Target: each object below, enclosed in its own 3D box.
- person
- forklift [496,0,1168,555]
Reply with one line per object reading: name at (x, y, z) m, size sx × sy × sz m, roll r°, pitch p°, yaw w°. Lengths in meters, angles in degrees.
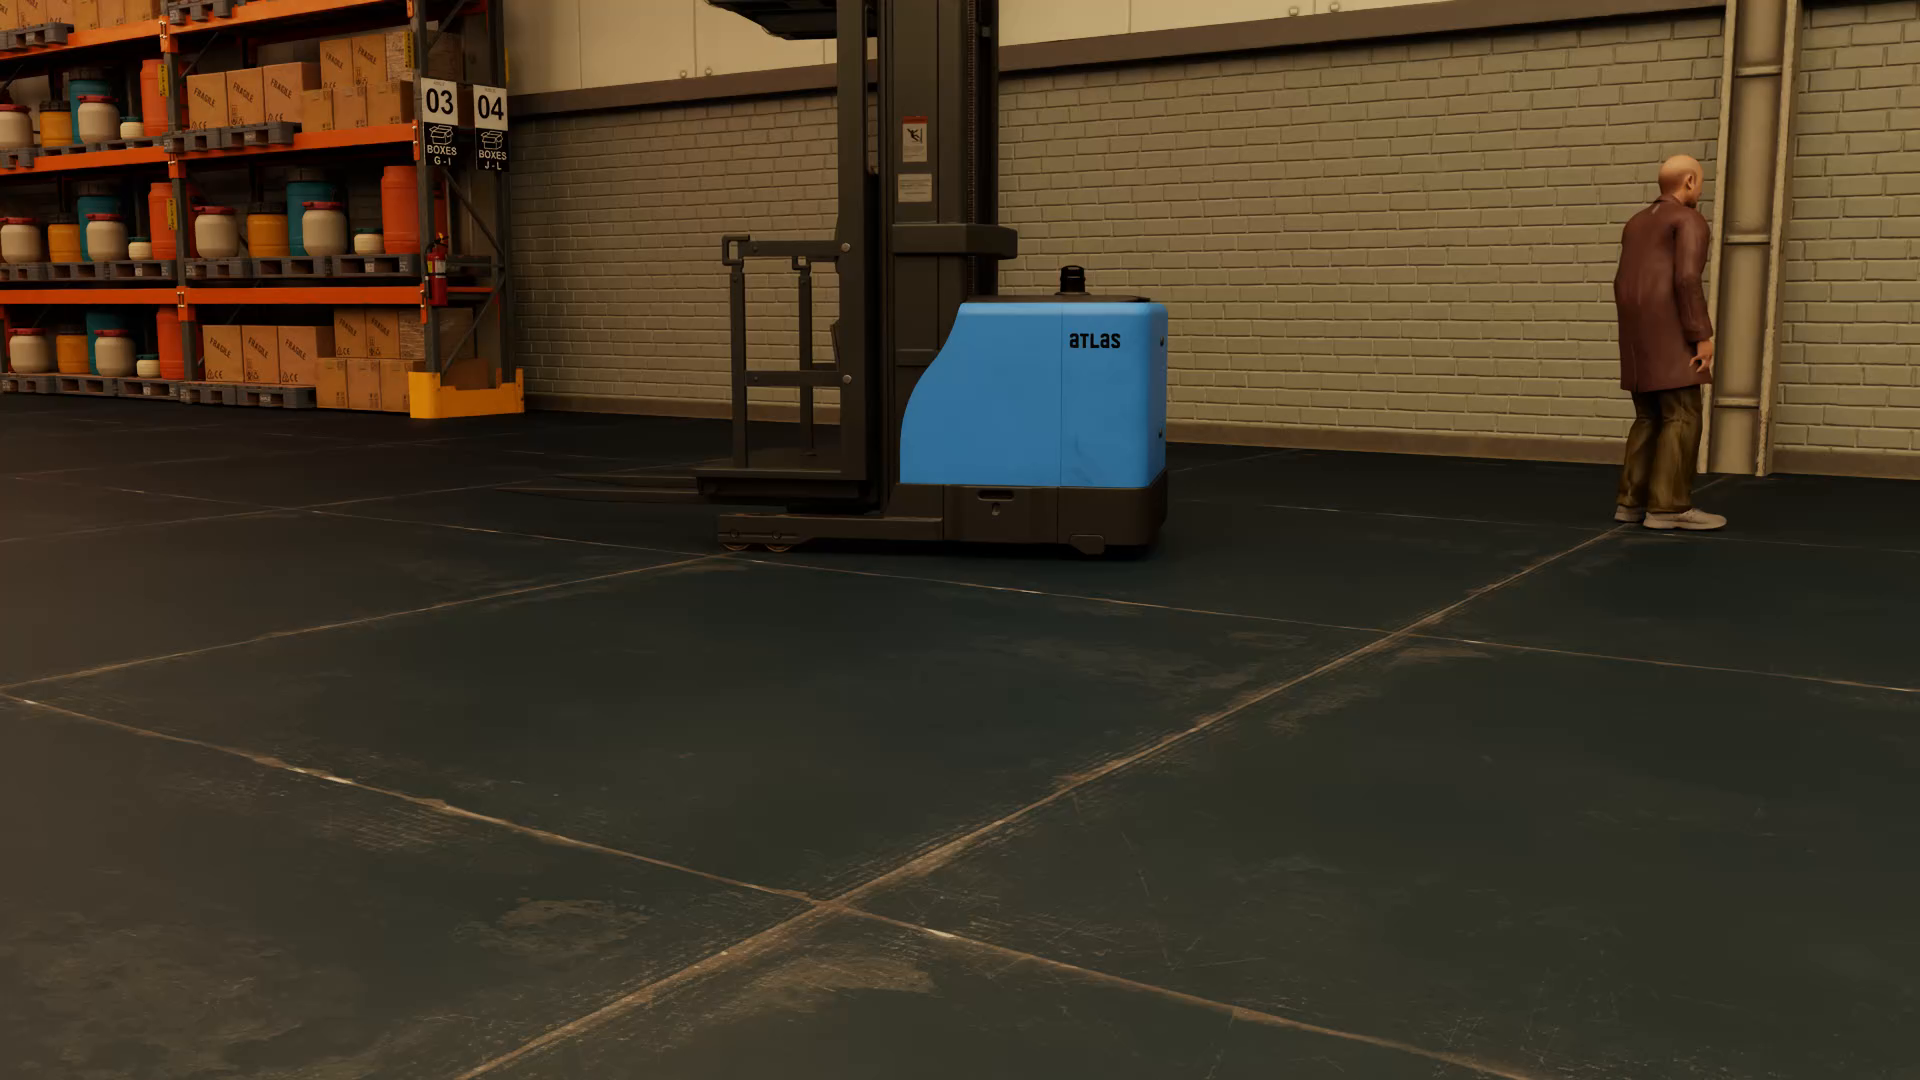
person at (3.409, -0.956, 8.031) m, size 0.436 × 1.772 × 0.644 m, roll -2°, pitch 8°, yaw -11°
forklift at (-0.596, -1.469, 7.520) m, size 3.031 × 2.935 × 1.130 m, roll 2°, pitch 8°, yaw 12°
